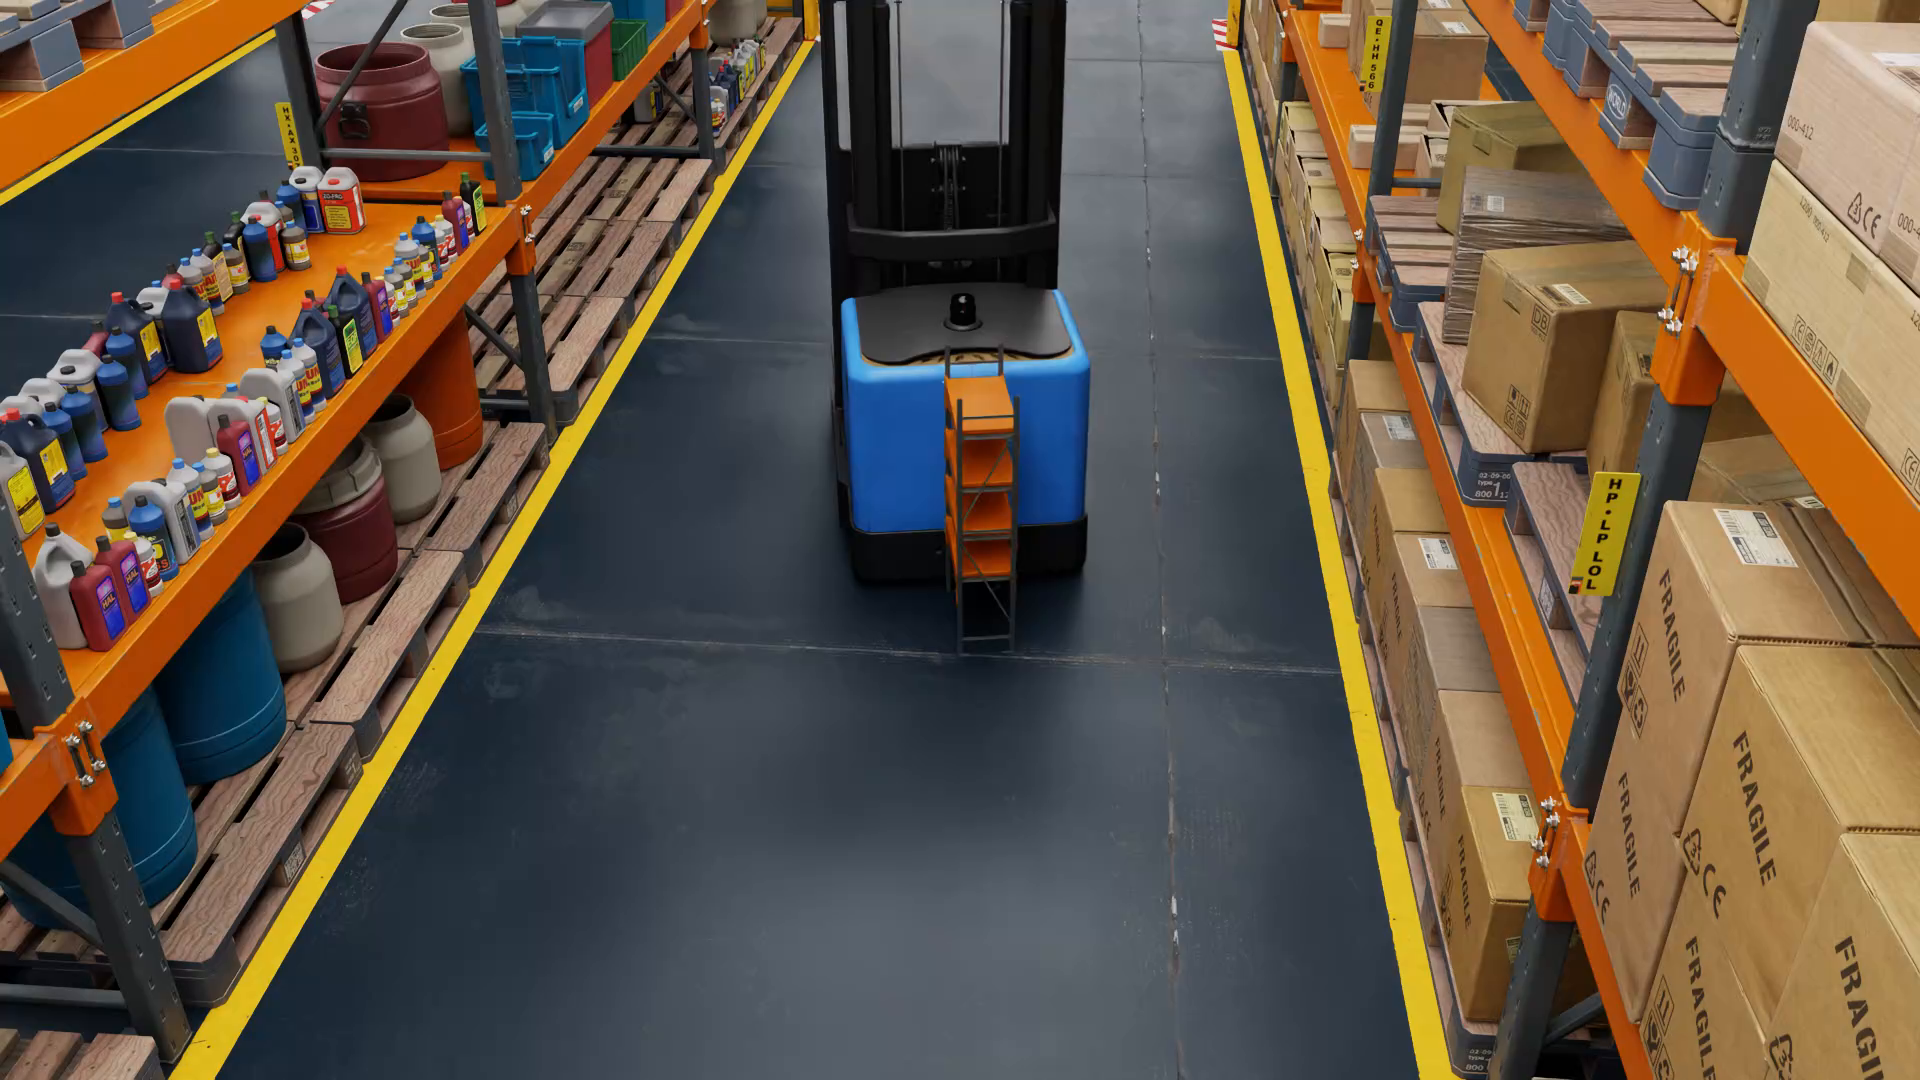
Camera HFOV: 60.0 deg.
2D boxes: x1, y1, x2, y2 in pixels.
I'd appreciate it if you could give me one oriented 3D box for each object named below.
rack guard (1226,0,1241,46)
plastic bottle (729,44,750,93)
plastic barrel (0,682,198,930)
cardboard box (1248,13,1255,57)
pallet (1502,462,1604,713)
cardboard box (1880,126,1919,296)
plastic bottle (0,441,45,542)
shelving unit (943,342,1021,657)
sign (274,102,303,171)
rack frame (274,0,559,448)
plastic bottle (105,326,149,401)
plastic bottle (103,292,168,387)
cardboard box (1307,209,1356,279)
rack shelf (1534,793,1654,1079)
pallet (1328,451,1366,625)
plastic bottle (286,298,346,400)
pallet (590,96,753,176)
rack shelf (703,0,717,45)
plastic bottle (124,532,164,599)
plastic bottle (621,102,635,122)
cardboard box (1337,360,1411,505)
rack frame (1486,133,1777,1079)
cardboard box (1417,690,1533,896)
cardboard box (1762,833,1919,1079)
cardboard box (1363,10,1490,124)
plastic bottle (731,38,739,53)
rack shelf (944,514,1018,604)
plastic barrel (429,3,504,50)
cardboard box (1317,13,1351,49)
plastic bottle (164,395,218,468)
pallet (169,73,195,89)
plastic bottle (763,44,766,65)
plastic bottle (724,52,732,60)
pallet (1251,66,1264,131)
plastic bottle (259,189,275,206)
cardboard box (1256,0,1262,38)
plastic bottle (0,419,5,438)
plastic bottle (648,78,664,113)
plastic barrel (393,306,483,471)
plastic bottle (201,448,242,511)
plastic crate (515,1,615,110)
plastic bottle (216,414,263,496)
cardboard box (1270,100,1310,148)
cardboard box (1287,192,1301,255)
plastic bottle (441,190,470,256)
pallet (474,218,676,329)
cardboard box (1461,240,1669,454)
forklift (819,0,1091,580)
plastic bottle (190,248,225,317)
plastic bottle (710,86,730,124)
[{"bbox_3d":[3.005,-4.719,14.931,1.175,0.500,0.348,2,32,4],"label":"rack guard"},{"bbox_3d":[-1.730,-3.678,12.964,0.144,0.351,0.185,2,32,4],"label":"plastic bottle"},{"bbox_3d":[-2.849,0.721,5.321,0.600,0.901,0.708,2,32,4],"label":"plastic barrel"},{"bbox_3d":[2.701,-4.247,14.002,0.500,0.250,0.500,2,32,4],"label":"cardboard box"},{"bbox_3d":[2.200,0.172,4.794,1.003,0.211,1.213,2,32,4],"label":"pallet"},{"bbox_3d":[1.700,-0.417,2.375,0.500,0.250,0.500,2,32,4],"label":"cardboard box"},{"bbox_3d":[-3.018,-0.177,5.225,0.144,0.351,0.185,2,32,4],"label":"plastic bottle"},{"bbox_3d":[0.083,-0.159,6.864,0.258,1.200,0.503,-3,32,-5],"label":"shelving unit"},{"bbox_3d":[-3.134,-1.891,7.803,0.100,0.325,0.005,2,32,4],"label":"sign"},{"bbox_3d":[-2.585,-1.801,7.814,1.000,3.000,0.127,2,32,4],"label":"rack frame"},{"bbox_3d":[-3.046,-0.650,6.068,0.097,0.271,0.097,0,32,0],"label":"plastic bottle"},{"bbox_3d":[-3.072,-0.759,6.170,0.144,0.351,0.185,2,32,4],"label":"plastic bottle"},{"bbox_3d":[2.229,-1.655,9.262,0.500,0.311,0.500,2,32,4],"label":"cardboard box"},{"bbox_3d":[1.863,1.856,2.565,1.077,0.370,4.000,2,32,4],"label":"rack shelf"},{"bbox_3d":[2.253,-0.012,7.568,1.003,0.211,1.213,2,32,4],"label":"pallet"},{"bbox_3d":[-2.366,-0.705,6.082,0.144,0.351,0.185,2,32,4],"label":"plastic bottle"},{"bbox_3d":[-2.163,-3.055,12.506,1.003,0.211,1.213,2,32,4],"label":"pallet"},{"bbox_3d":[-2.096,-4.632,13.094,1.077,0.370,4.000,2,32,4],"label":"rack shelf"},{"bbox_3d":[-2.453,0.071,4.966,0.097,0.201,0.097,0,32,0],"label":"plastic bottle"},{"bbox_3d":[-2.494,-3.302,12.354,0.144,0.351,0.185,2,32,3],"label":"plastic bottle"},{"bbox_3d":[2.030,-0.485,7.641,0.500,0.500,0.500,4,32,6],"label":"cardboard box"},{"bbox_3d":[2.026,0.504,4.073,1.000,3.000,0.127,2,32,4],"label":"rack frame"},{"bbox_3d":[1.829,0.852,5.471,0.500,0.500,0.500,3,32,4],"label":"cardboard box"},{"bbox_3d":[1.624,0.809,2.530,0.500,0.500,0.500,2,32,3],"label":"cardboard box"},{"bbox_3d":[2.472,-2.508,8.866,0.500,0.500,0.500,1,32,1],"label":"cardboard box"},{"bbox_3d":[-1.800,-3.910,13.405,0.061,0.283,0.133,2,32,4],"label":"plastic bottle"},{"bbox_3d":[0.083,0.067,7.004,0.258,0.148,0.480,-3,32,-5],"label":"rack shelf"},{"bbox_3d":[-2.679,-2.616,9.030,0.421,0.512,0.421,0,32,0],"label":"plastic barrel"},{"bbox_3d":[2.402,-3.118,10.190,0.380,0.149,0.250,2,32,4],"label":"cardboard box"},{"bbox_3d":[-2.569,-0.373,5.615,0.152,0.276,0.135,2,32,4],"label":"plastic bottle"},{"bbox_3d":[-7.079,-3.910,13.893,1.003,0.211,1.213,2,32,4],"label":"pallet"},{"bbox_3d":[-1.646,-4.001,13.632,0.097,0.201,0.097,0,32,0],"label":"plastic bottle"},{"bbox_3d":[-1.831,-3.794,13.295,0.097,0.201,0.097,0,32,0],"label":"plastic bottle"},{"bbox_3d":[2.881,-3.546,13.303,1.003,0.211,1.213,2,32,4],"label":"pallet"},{"bbox_3d":[-3.014,-1.369,7.224,0.061,0.283,0.133,2,32,4],"label":"plastic bottle"},{"bbox_3d":[2.671,-4.304,13.381,0.500,0.500,0.500,2,32,4],"label":"cardboard box"},{"bbox_3d":[-3.147,-0.280,5.392,0.144,0.351,0.185,2,32,4],"label":"plastic bottle"},{"bbox_3d":[-2.329,-3.377,12.547,0.152,0.276,0.135,2,32,4],"label":"plastic bottle"},{"bbox_3d":[-2.608,-0.800,7.857,0.600,0.830,0.708,2,32,4],"label":"plastic barrel"},{"bbox_3d":[-2.411,-0.203,5.410,0.097,0.201,0.097,0,32,0],"label":"plastic bottle"},{"bbox_3d":[-2.148,-2.660,9.147,0.402,0.464,0.583,2,32,4],"label":"plastic crate"},{"bbox_3d":[-2.383,-0.298,5.486,0.061,0.283,0.133,2,32,4],"label":"plastic bottle"},{"bbox_3d":[2.498,-2.939,11.881,0.500,0.250,0.500,2,32,4],"label":"cardboard box"},{"bbox_3d":[2.315,-1.949,10.274,0.500,0.250,0.500,2,32,2],"label":"cardboard box"},{"bbox_3d":[-2.211,-1.401,7.276,0.061,0.283,0.133,2,32,4],"label":"plastic bottle"},{"bbox_3d":[-2.381,-1.654,10.232,1.003,0.211,1.213,2,32,4],"label":"pallet"},{"bbox_3d":[2.109,-0.644,5.440,0.700,0.500,0.500,-5,32,-9],"label":"cardboard box"},{"bbox_3d":[-0.102,-1.822,7.912,1.130,2.935,3.031,-3,32,-5],"label":"forklift"},{"bbox_3d":[-3.046,-1.042,6.705,0.097,0.271,0.097,0,32,0],"label":"plastic bottle"},{"bbox_3d":[-1.797,-3.239,12.323,0.152,0.276,0.135,4,32,6],"label":"plastic bottle"}]
